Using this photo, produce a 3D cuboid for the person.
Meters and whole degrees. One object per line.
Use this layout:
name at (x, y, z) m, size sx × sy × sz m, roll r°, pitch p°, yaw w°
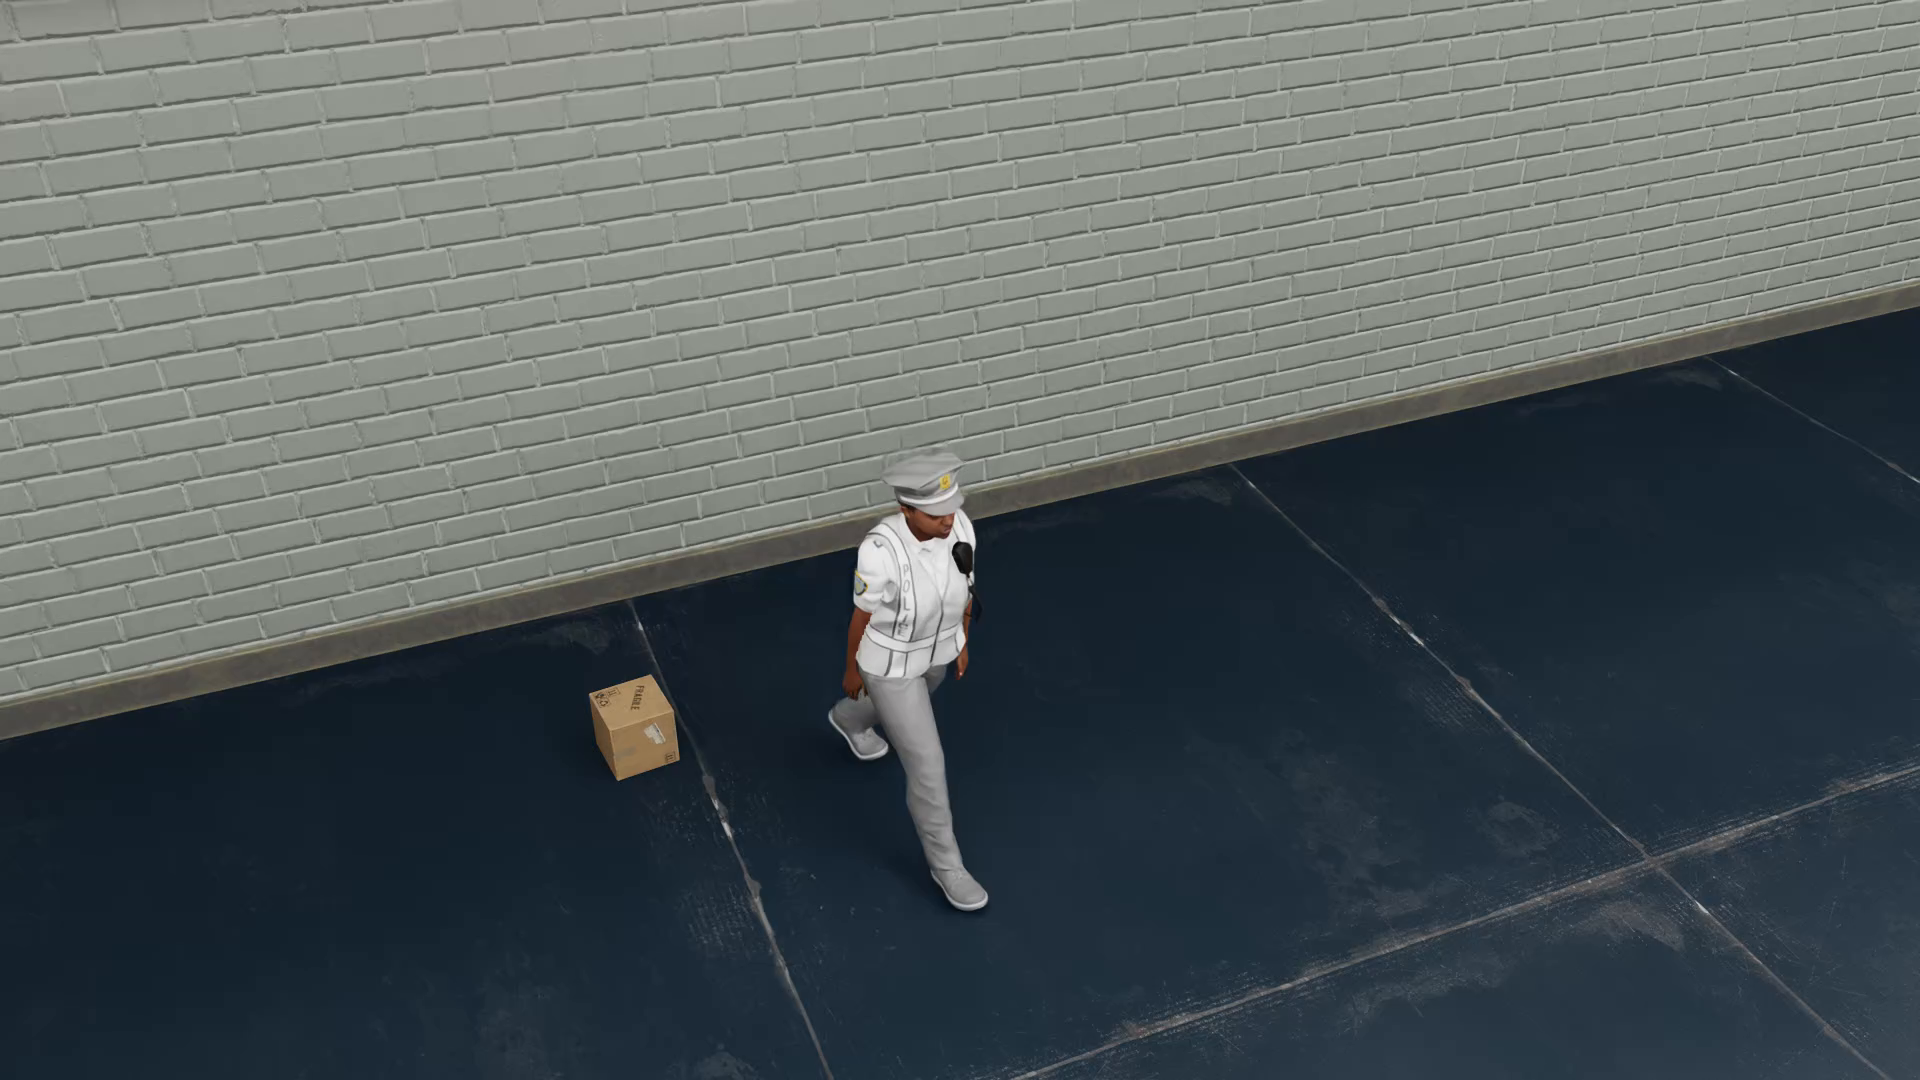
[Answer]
person at (-0.174, 0.356, 5.628) m, size 0.449 × 1.607 × 1.054 m, roll -26°, pitch 42°, yaw -34°
